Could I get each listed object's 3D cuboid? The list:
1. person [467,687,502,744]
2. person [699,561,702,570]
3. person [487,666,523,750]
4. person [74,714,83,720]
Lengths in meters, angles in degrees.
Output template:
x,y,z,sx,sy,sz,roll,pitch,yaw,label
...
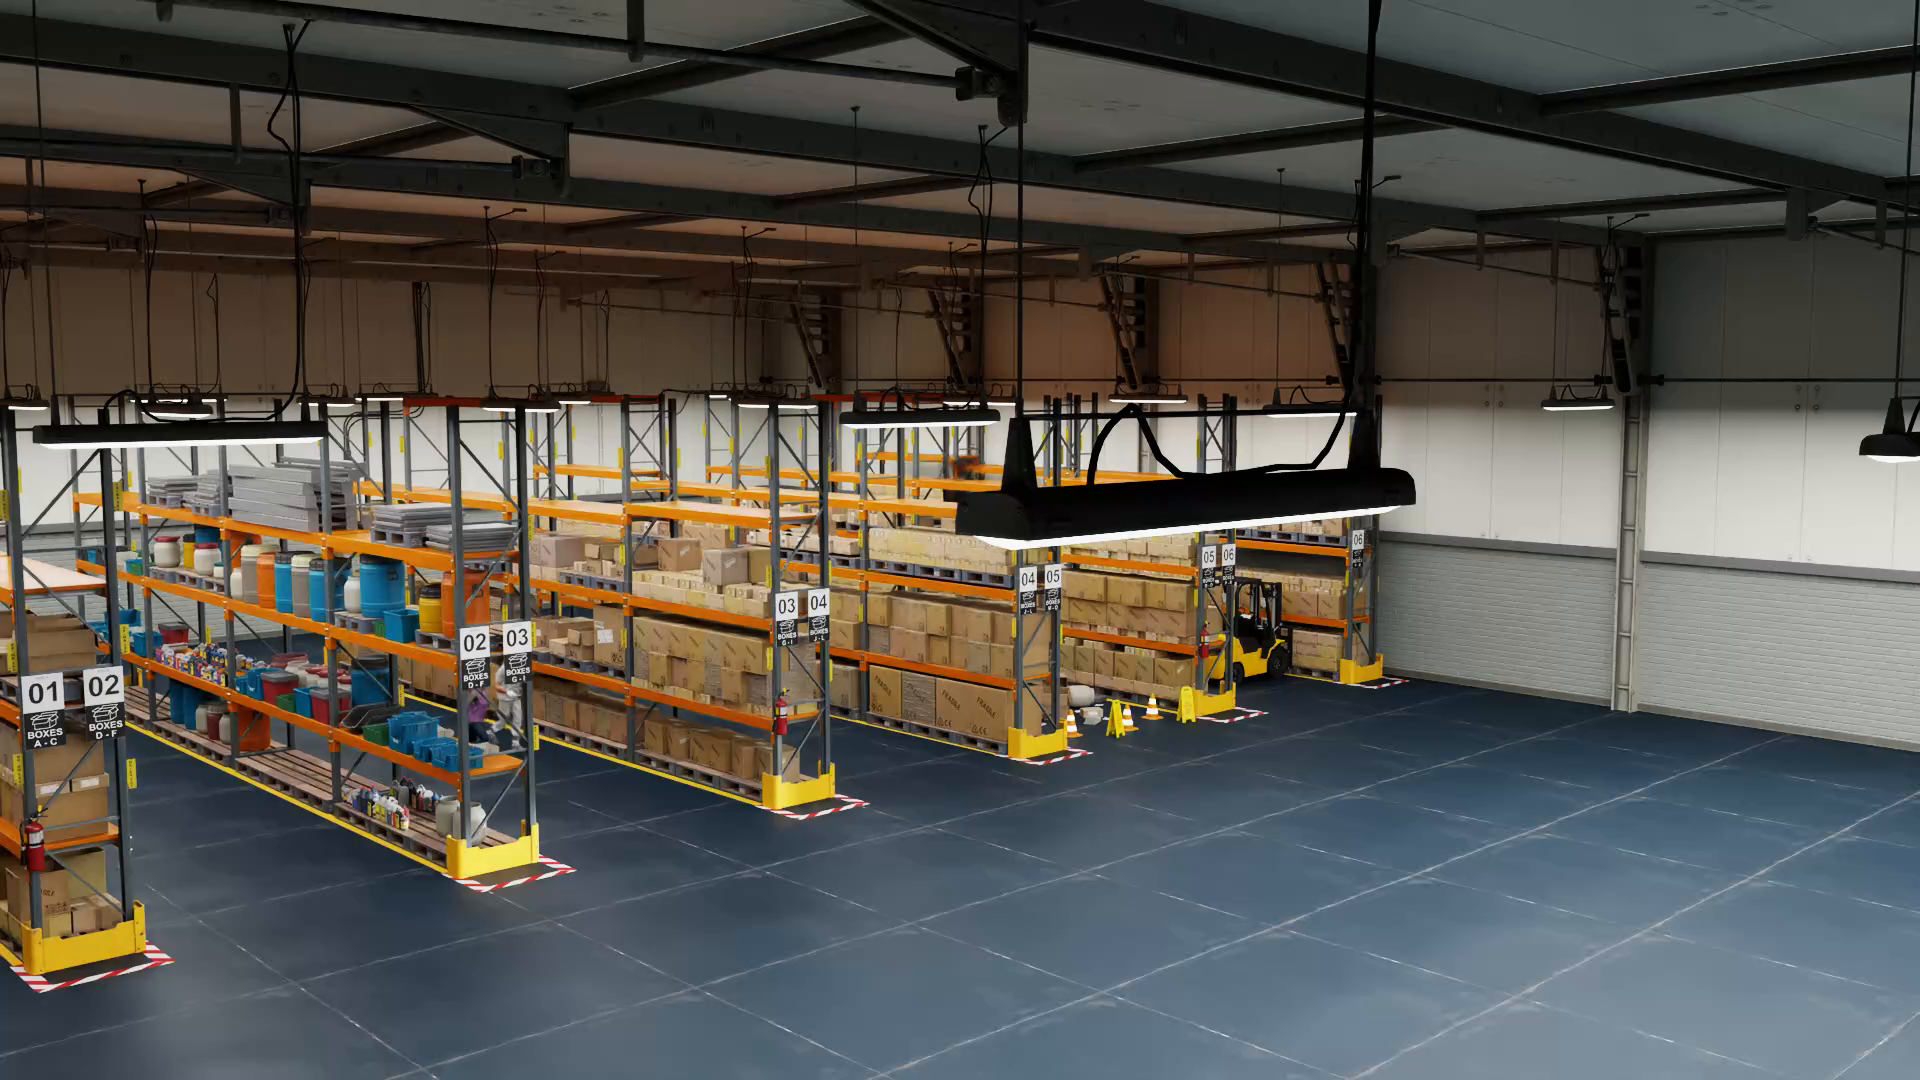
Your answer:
x,y,z,sx,sy,sz,roll,pitch,yaw,label
-7.855,2.974,27.203,0.778,1.555,0.554,0,6,4,person
-7.024,1.174,44.144,0.699,1.816,0.831,4,7,38,person
-7.760,2.720,28.414,0.892,1.747,0.669,4,7,36,person
-15.805,2.599,29.548,0.652,1.780,0.849,-4,7,-39,person
